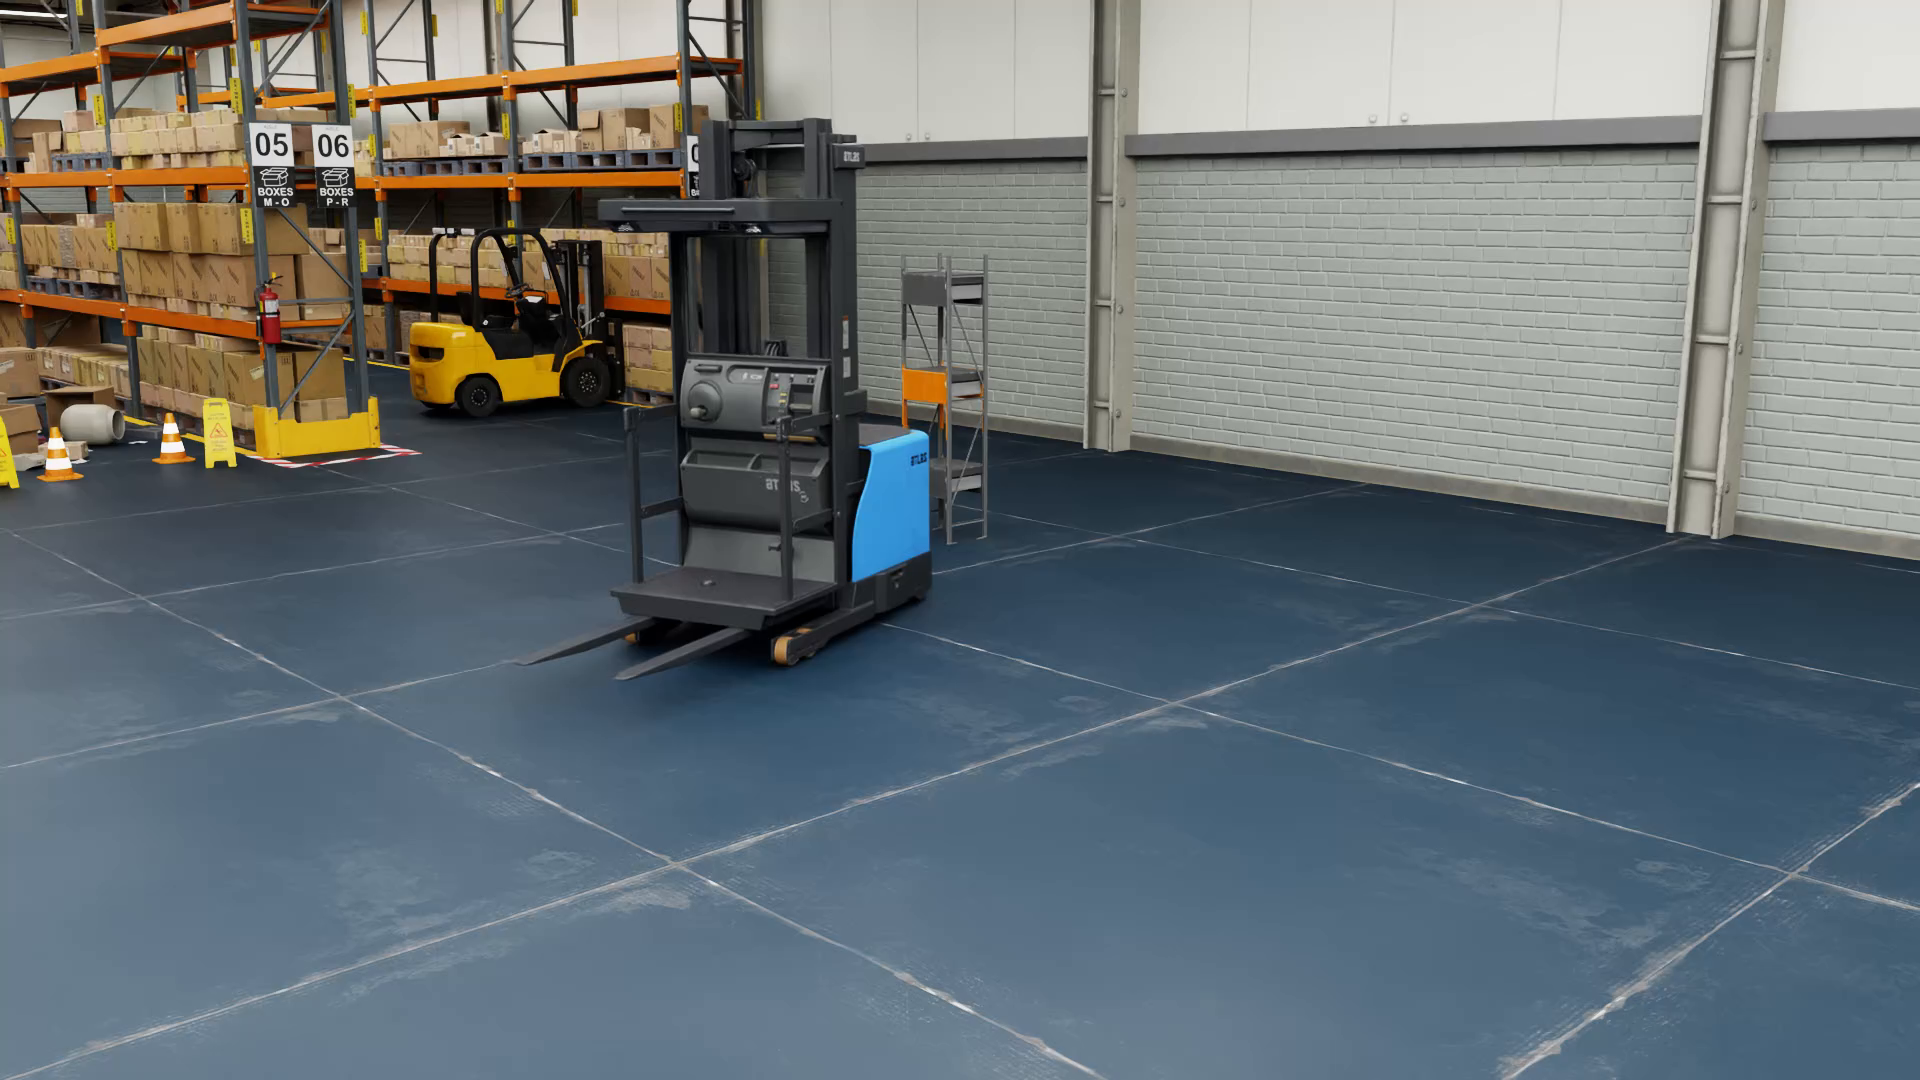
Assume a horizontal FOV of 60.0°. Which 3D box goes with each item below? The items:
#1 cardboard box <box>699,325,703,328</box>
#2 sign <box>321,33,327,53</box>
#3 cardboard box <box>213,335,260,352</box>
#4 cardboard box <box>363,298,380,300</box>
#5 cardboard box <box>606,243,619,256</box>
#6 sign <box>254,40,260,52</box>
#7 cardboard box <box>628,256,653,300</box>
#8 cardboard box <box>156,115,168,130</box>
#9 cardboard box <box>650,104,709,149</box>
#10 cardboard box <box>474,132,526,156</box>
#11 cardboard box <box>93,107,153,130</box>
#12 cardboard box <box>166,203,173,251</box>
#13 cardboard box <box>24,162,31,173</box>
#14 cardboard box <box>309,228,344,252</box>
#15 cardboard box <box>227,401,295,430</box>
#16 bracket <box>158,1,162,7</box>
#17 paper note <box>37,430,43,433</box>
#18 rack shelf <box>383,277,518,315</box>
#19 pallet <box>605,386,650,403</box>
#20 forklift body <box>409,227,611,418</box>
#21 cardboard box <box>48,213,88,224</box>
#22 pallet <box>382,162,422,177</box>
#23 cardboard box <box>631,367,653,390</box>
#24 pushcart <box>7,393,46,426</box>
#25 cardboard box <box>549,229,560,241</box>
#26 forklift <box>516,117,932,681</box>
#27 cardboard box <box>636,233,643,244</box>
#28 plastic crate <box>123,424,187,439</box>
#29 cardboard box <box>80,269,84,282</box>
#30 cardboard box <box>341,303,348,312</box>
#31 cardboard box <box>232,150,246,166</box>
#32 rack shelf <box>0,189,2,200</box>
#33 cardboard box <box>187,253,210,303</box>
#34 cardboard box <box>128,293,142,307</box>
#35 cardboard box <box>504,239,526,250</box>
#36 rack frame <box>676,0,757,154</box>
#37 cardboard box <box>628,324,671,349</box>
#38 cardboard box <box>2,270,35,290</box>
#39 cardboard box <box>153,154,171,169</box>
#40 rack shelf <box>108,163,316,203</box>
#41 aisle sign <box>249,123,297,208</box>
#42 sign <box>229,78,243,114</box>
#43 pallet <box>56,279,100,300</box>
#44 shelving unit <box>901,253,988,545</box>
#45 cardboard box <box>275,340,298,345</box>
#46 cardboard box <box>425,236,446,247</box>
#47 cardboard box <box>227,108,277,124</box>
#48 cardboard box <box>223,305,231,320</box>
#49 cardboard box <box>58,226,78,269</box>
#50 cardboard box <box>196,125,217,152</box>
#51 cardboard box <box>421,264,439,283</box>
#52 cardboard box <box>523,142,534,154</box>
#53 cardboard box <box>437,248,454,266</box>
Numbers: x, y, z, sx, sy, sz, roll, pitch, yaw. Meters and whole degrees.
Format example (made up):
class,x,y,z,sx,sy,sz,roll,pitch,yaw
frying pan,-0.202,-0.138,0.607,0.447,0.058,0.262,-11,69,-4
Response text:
class,x,y,z,sx,sy,sz,roll,pitch,yaw
cardboard box,-3.010,-2.494,20.377,0.500,0.250,0.500,-11,16,-43
sign,-10.705,-8.351,27.938,0.100,0.325,0.005,-11,16,-43
cardboard box,-7.446,-2.025,17.114,0.380,0.149,0.250,-10,15,-41
cardboard box,-9.715,-3.902,27.465,0.380,0.149,0.250,-11,16,-42
cardboard box,-4.161,-3.610,20.647,0.380,0.149,0.250,-11,16,-42
sign,-11.507,-8.161,27.213,0.100,0.325,0.005,-11,16,-43
cardboard box,-3.696,-3.210,20.309,0.500,0.500,0.500,-10,15,-41
cardboard box,-8.244,-4.403,17.560,0.380,0.149,0.250,-11,16,-43
cardboard box,-3.297,-4.852,19.558,0.500,0.500,0.500,-10,15,-41
cardboard box,-6.253,-5.384,22.609,0.500,0.311,0.500,11,16,43
cardboard box,-9.657,-4.853,19.192,0.500,0.250,0.500,-10,16,-41
cardboard box,-7.928,-3.312,17.590,0.700,0.500,0.500,-11,16,-43
cardboard box,-11.833,-4.800,21.466,0.380,0.149,0.250,-11,16,-43
cardboard box,-10.030,-4.762,26.805,0.700,0.500,0.500,-11,16,-43
cardboard box,-7.172,-1.299,17.057,0.500,0.250,0.500,-11,16,-43
bracket,-15.618,-10.615,32.713,0.235,0.232,0.430,-11,16,-43
paper note,-10.033,-1.171,18.018,0.148,0.019,0.142,-11,16,-43
rack shelf,-6.959,-3.572,24.097,1.077,0.370,4.000,-11,16,-43
pallet,-4.212,-1.966,21.433,1.003,0.211,1.213,-11,16,-43
forklift body,-5.444,-2.655,19.969,2.313,2.155,1.214,-11,16,-43
cardboard box,-12.091,-4.168,22.485,0.500,0.500,0.500,11,16,43
pallet,-7.806,-5.506,24.737,1.213,0.211,1.003,-10,15,-40
cardboard box,-3.705,-2.006,20.487,0.500,0.250,0.500,-11,16,-43
pushcart,-10.779,-1.331,17.935,0.936,0.377,1.648,6,13,26
cardboard box,-5.143,-3.995,21.777,0.380,0.149,0.250,-11,16,-44
forklift,-1.270,-0.847,9.260,1.130,2.935,3.031,6,13,25
cardboard box,-3.726,-3.696,20.327,0.380,0.149,0.250,-11,16,-42
plastic crate,-8.674,-1.167,17.875,0.583,0.080,0.402,6,13,26
cardboard box,-10.414,-3.210,20.141,0.380,0.149,0.250,-11,16,-43
cardboard box,-9.759,-3.749,26.722,0.250,0.149,0.380,11,16,42
cardboard box,-6.851,-3.715,16.200,0.380,0.149,0.250,-11,16,-42
rack shelf,-16.071,-5.516,26.101,1.077,0.370,4.000,-11,16,-43
cardboard box,-7.662,-2.739,17.287,0.500,0.500,0.500,-11,16,-43
cardboard box,-9.179,-2.726,18.833,0.380,0.149,0.250,-11,16,-43
cardboard box,-5.974,-4.018,22.624,0.380,0.149,0.250,-10,15,-41
rack frame,-2.815,-5.987,19.169,1.000,3.000,0.127,-11,16,-43
cardboard box,-3.716,-2.495,20.381,0.500,0.250,0.500,-11,16,-42
cardboard box,-12.464,-3.488,22.279,0.500,0.250,0.500,11,16,43
cardboard box,-8.300,-4.006,17.611,0.380,0.149,0.250,-11,16,-44
rack shelf,-7.784,-3.765,17.601,1.077,0.370,4.000,-11,16,-43
aisle sign,-6.569,-3.580,15.912,0.394,0.787,0.004,-11,16,-43
sign,-6.818,-4.185,15.661,0.100,0.325,0.005,-11,16,-43
pallet,-10.531,-3.147,20.726,1.003,0.211,1.213,-11,16,-43
shelving unit,-0.114,-1.053,12.317,0.431,2.100,0.503,-11,16,-43
cardboard box,-7.481,-1.892,18.077,0.500,0.500,0.500,-10,16,-41
cardboard box,-7.567,-4.353,24.253,0.380,0.149,0.250,-11,16,-42
cardboard box,-6.850,-4.101,16.096,0.380,0.149,0.250,-11,16,-42
cardboard box,-7.232,-2.320,16.860,0.380,0.149,0.250,-11,16,-44
cardboard box,-10.708,-3.600,20.428,0.500,0.500,0.500,11,16,43
cardboard box,-7.288,-4.010,16.643,0.500,0.250,0.500,-11,16,-43
cardboard box,-7.506,-3.895,24.257,0.500,0.250,0.500,11,16,43
cardboard box,-5.487,-5.125,21.754,0.380,0.149,0.250,-10,16,-41
cardboard box,-7.146,-4.065,23.843,0.500,0.250,0.500,-11,16,-42
